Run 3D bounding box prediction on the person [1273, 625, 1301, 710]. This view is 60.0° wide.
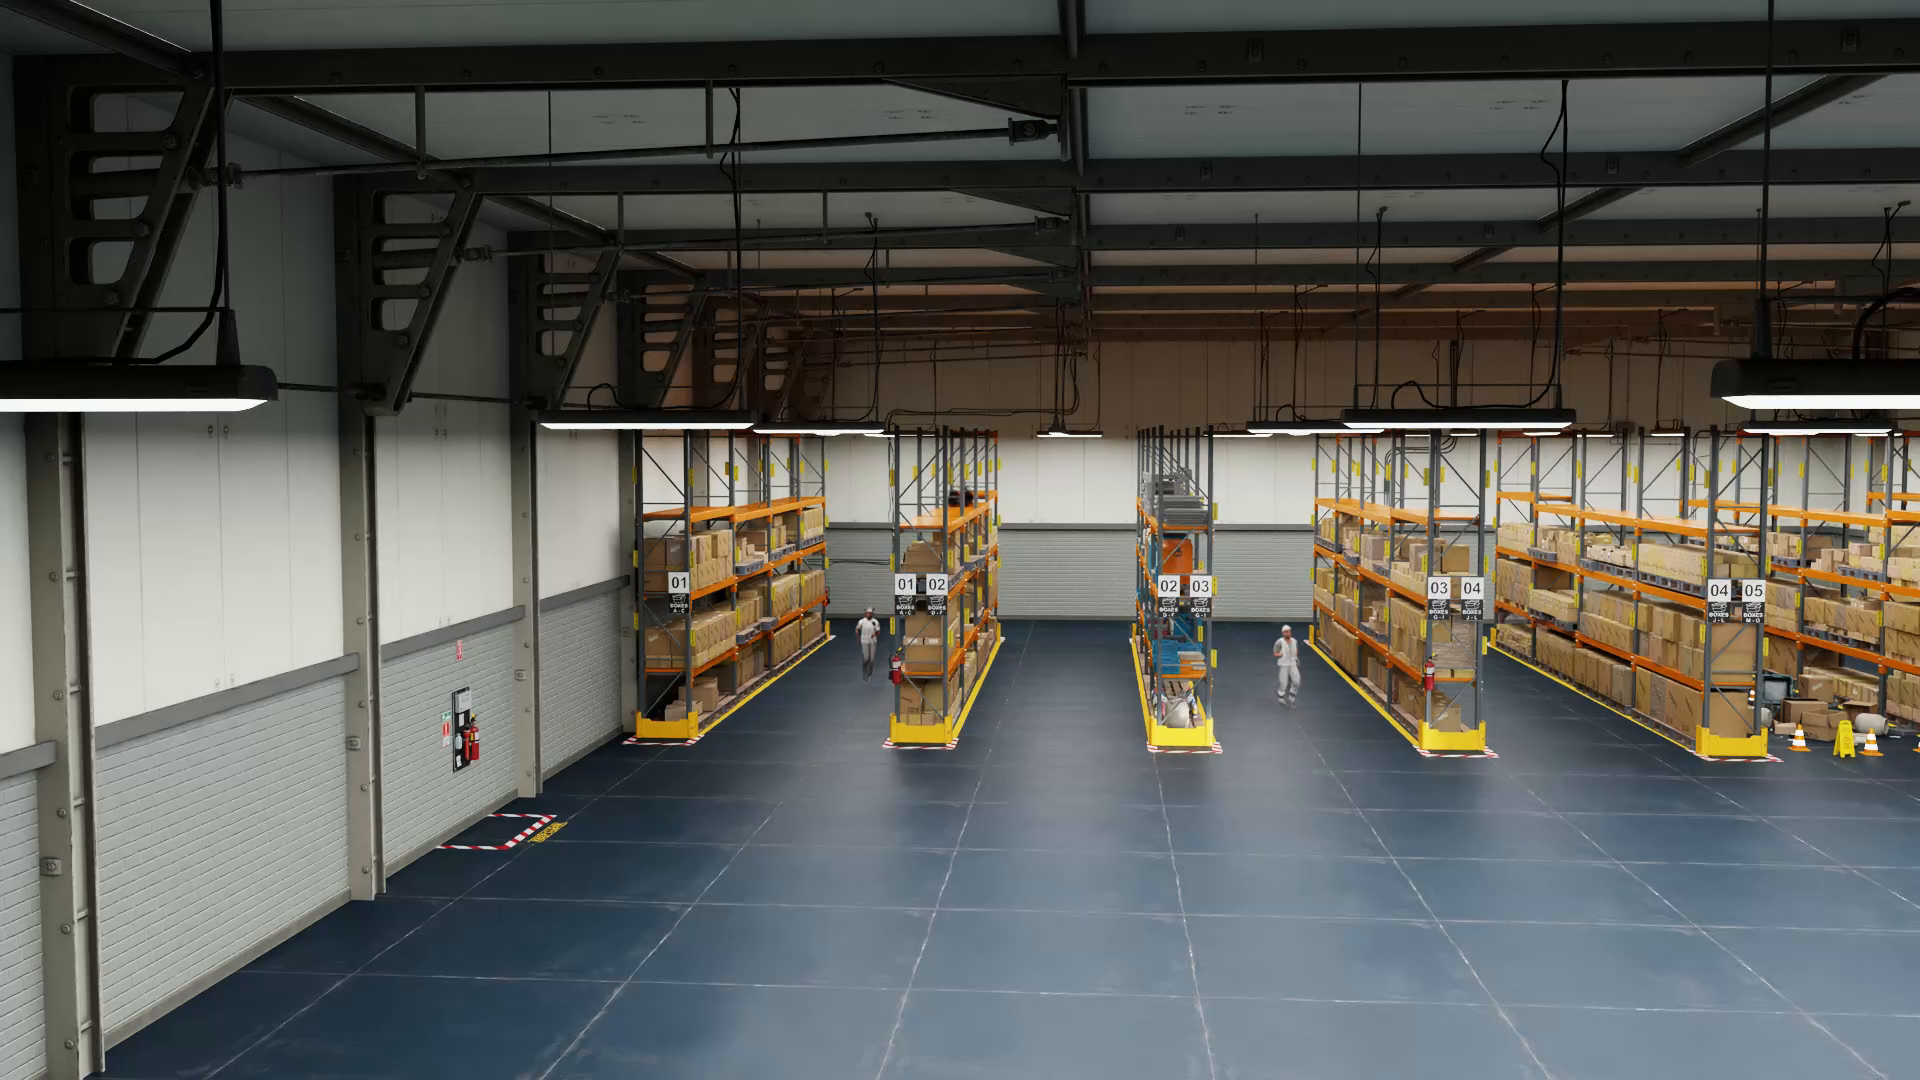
[{"bbox_3d":[6.965,2.714,35.325,0.628,1.814,0.733,-1,4,-12],"label":"person"}]

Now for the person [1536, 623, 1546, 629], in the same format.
[{"bbox_3d":[16.509,2.060,47.273,0.599,1.627,0.587,0,3,7],"label":"person"}]

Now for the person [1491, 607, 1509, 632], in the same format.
[{"bbox_3d":[15.504,2.040,47.477,0.585,1.679,0.660,-1,4,-23],"label":"person"}]

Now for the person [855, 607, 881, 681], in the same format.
[{"bbox_3d":[-2.067,2.361,37.643,0.552,1.704,0.620,-1,3,-10],"label":"person"}]
